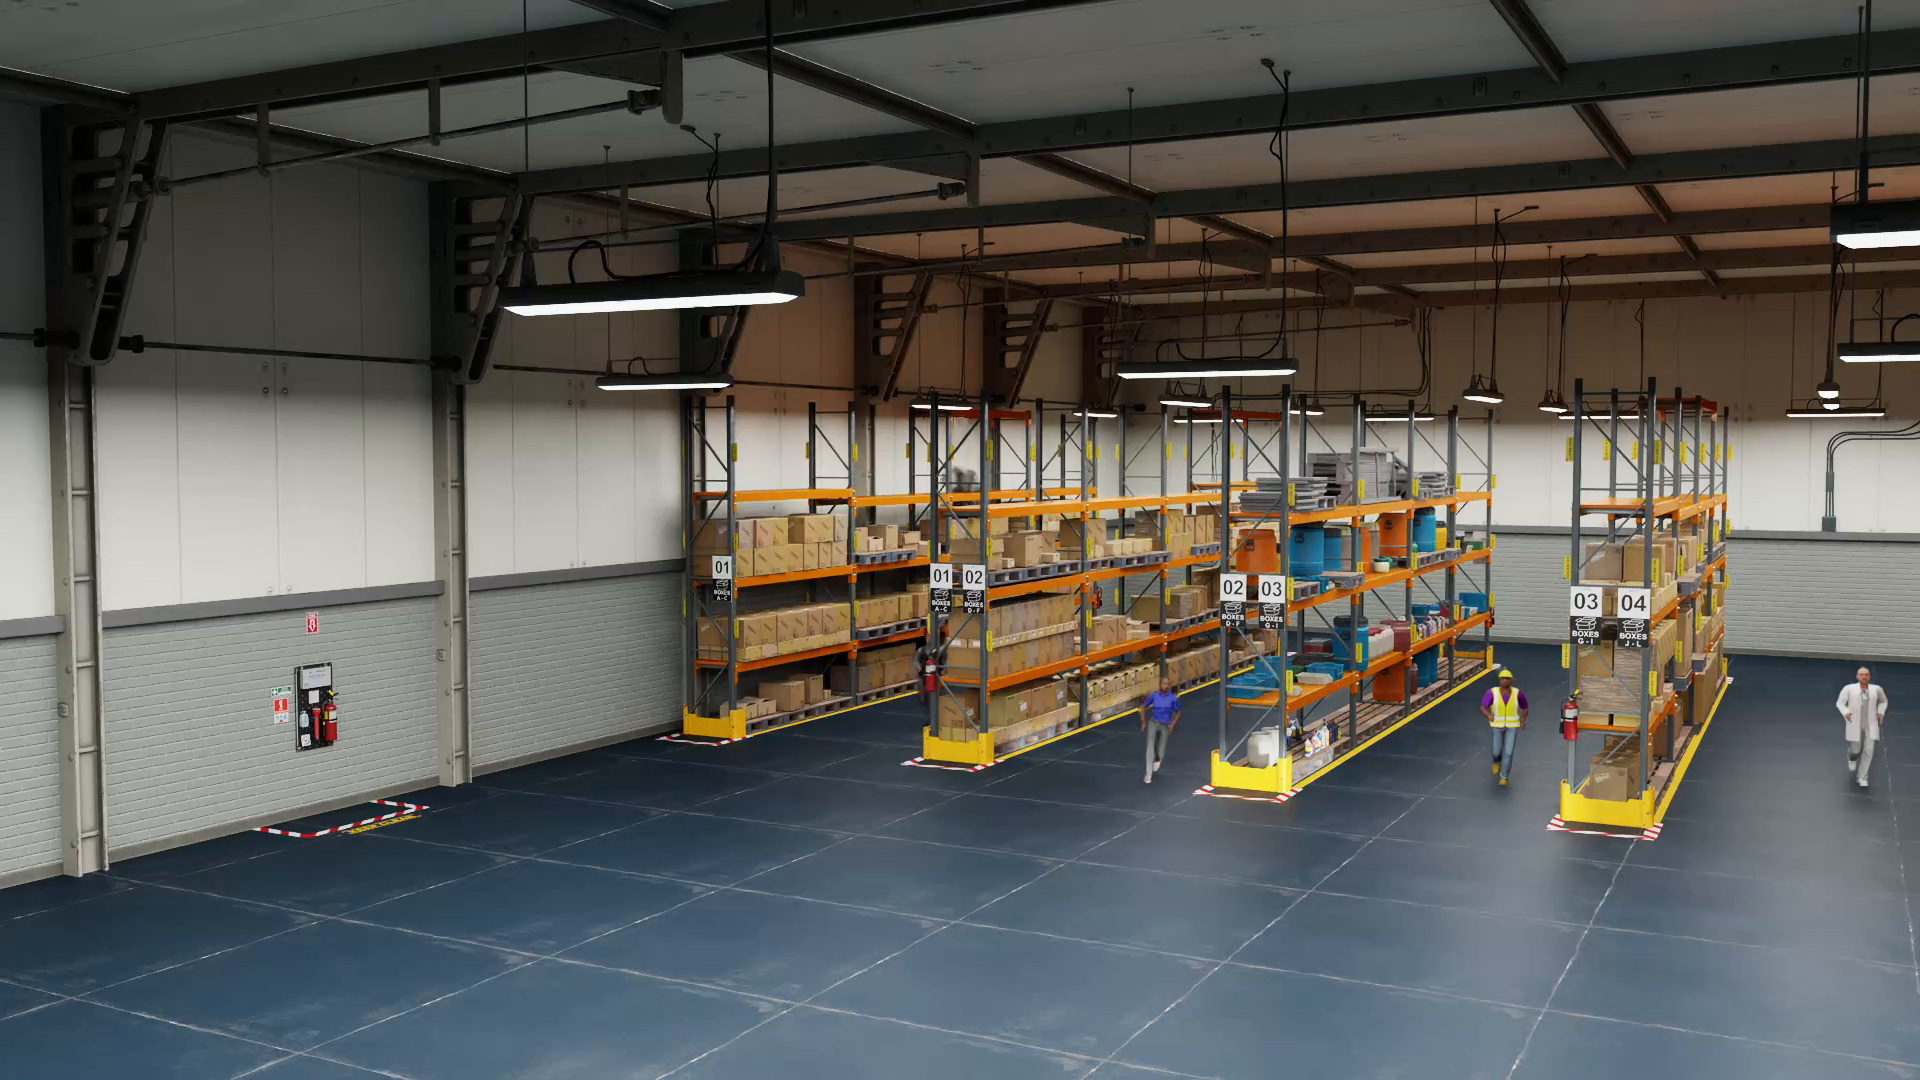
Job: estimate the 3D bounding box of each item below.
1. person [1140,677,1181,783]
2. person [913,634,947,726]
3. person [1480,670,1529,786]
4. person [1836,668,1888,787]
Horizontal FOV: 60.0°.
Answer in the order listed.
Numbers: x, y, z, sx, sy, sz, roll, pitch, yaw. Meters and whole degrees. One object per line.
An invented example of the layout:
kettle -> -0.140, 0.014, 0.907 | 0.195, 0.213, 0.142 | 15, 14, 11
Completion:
person -> 3.062, 2.884, 25.431 | 0.615, 1.614, 0.585 | 0, 3, 9
person -> -0.537, 2.546, 30.572 | 0.664, 1.687, 0.720 | 1, 3, 11
person -> 8.220, 2.815, 25.105 | 0.704, 1.725, 0.668 | 1, 3, 15
person -> 13.654, 2.807, 25.154 | 0.709, 1.752, 0.869 | 1, 3, 20
